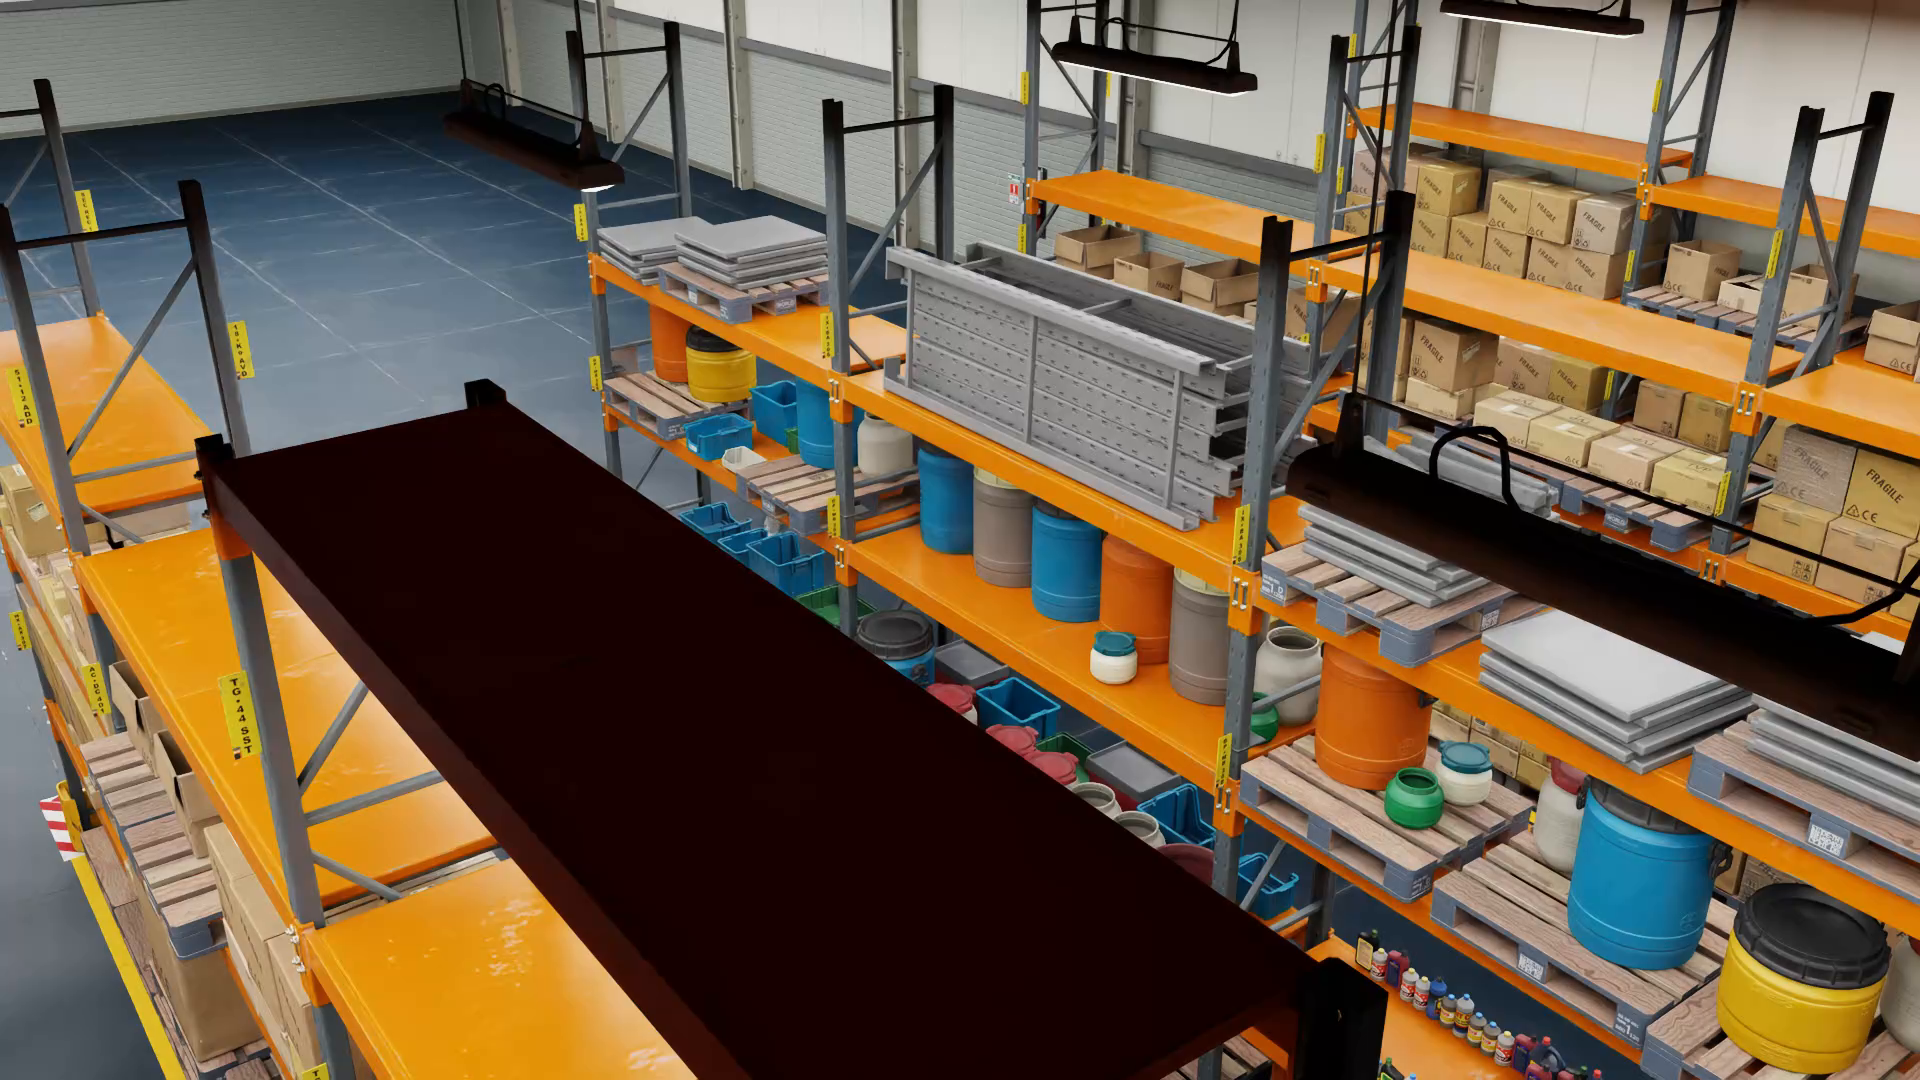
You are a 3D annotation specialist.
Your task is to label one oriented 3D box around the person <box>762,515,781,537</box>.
[{"bbox_3d":[-1.914,-0.822,18.643,0.644,1.723,1.033,21,32,38],"label":"person"}]
